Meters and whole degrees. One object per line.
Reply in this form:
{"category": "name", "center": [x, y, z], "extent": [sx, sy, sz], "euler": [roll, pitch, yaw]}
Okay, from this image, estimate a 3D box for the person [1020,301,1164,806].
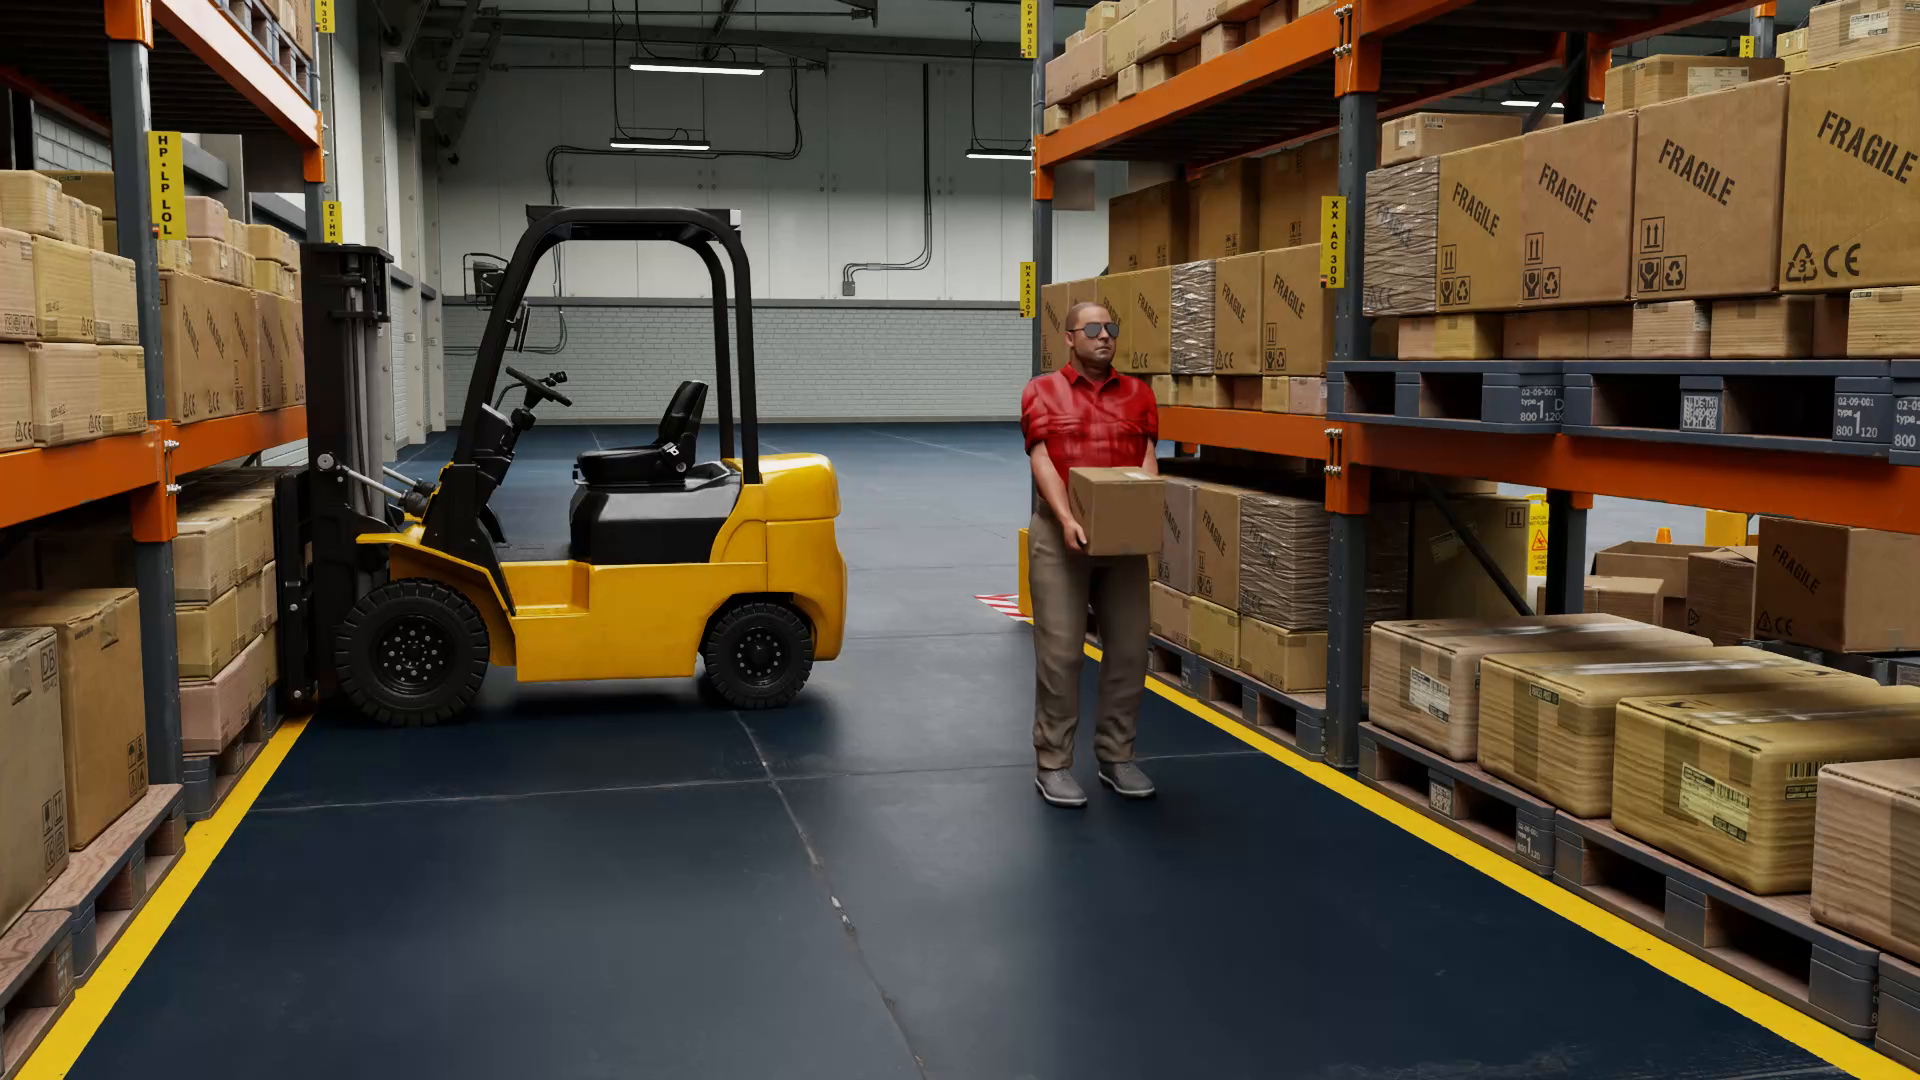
{"category": "person", "center": [0.483, 0.040, 5.715], "extent": [0.494, 1.714, 0.530], "euler": [-2, 6, -15]}
